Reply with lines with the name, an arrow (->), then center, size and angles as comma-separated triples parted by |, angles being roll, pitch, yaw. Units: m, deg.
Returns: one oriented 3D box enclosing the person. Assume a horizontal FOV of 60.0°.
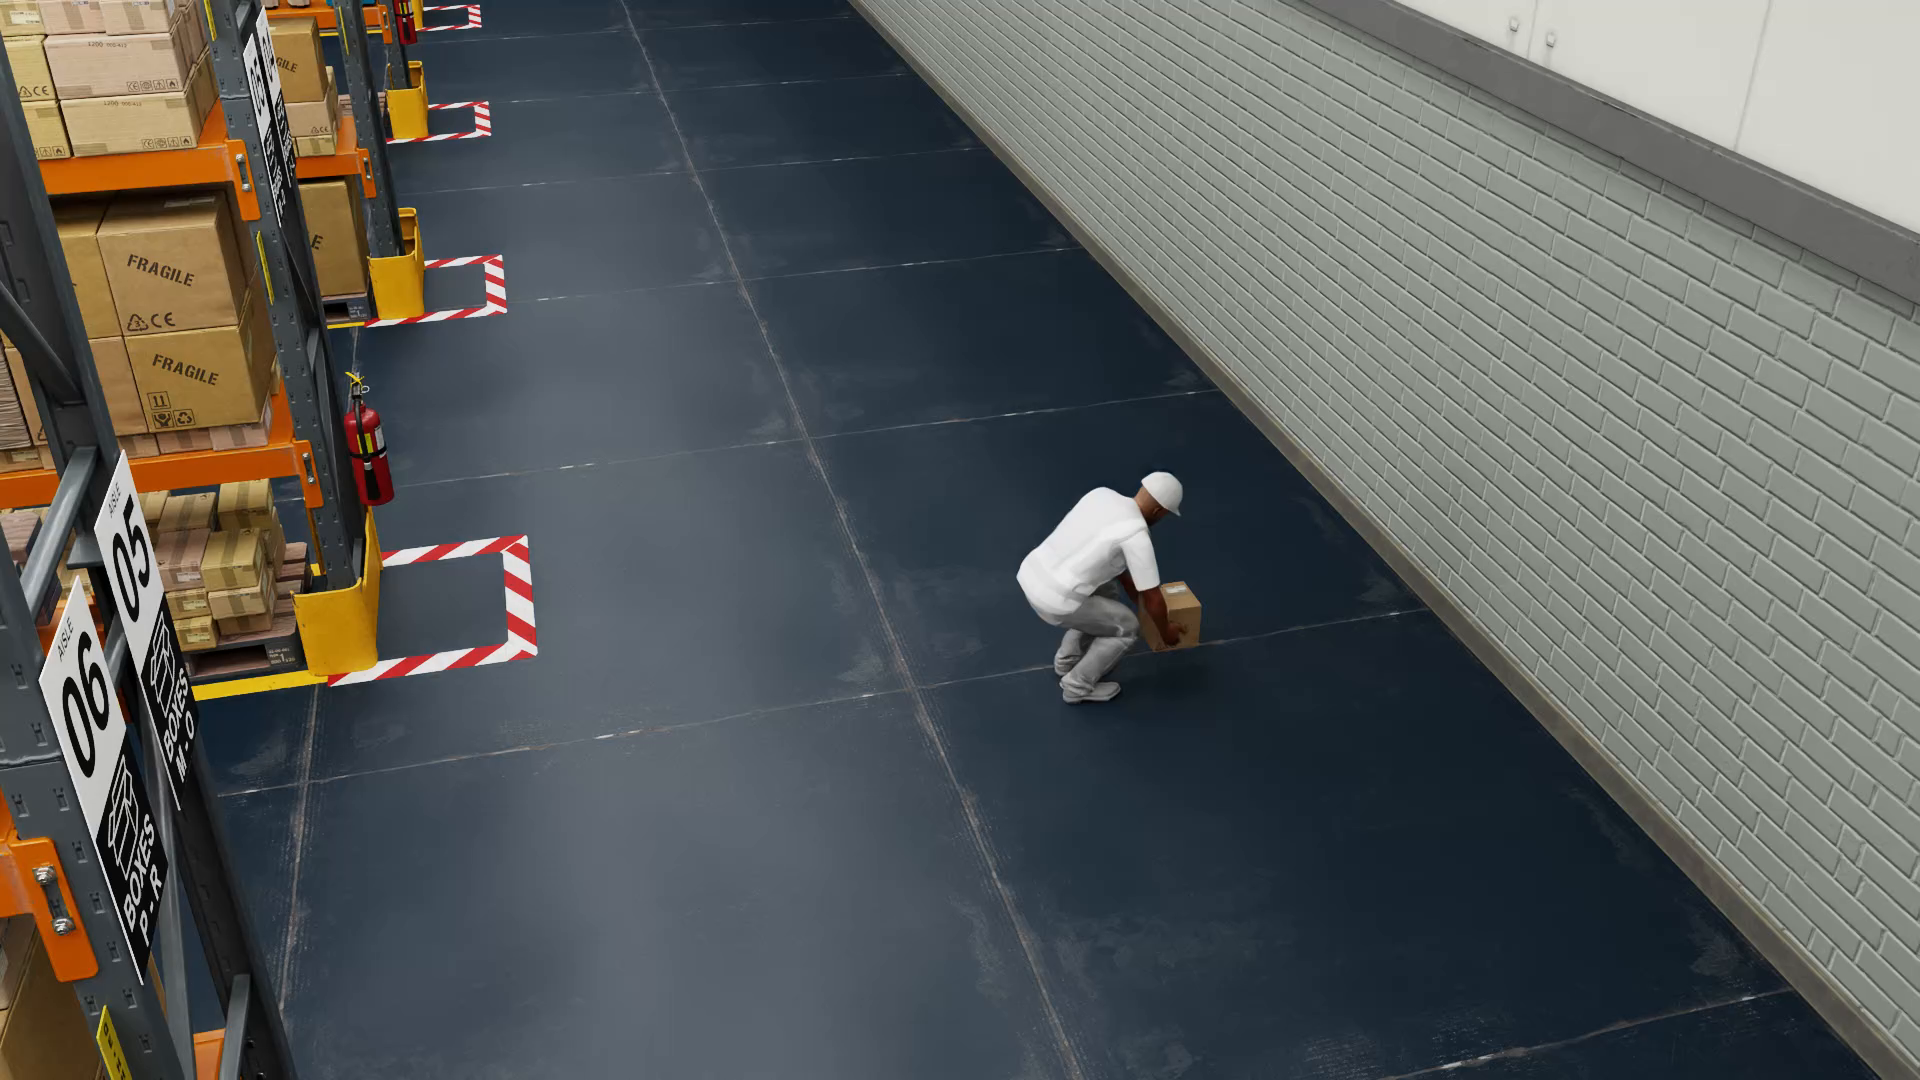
person -> 0.708, 0.213, 8.461 | 0.852, 1.156, 0.612 | -8, 31, -13
